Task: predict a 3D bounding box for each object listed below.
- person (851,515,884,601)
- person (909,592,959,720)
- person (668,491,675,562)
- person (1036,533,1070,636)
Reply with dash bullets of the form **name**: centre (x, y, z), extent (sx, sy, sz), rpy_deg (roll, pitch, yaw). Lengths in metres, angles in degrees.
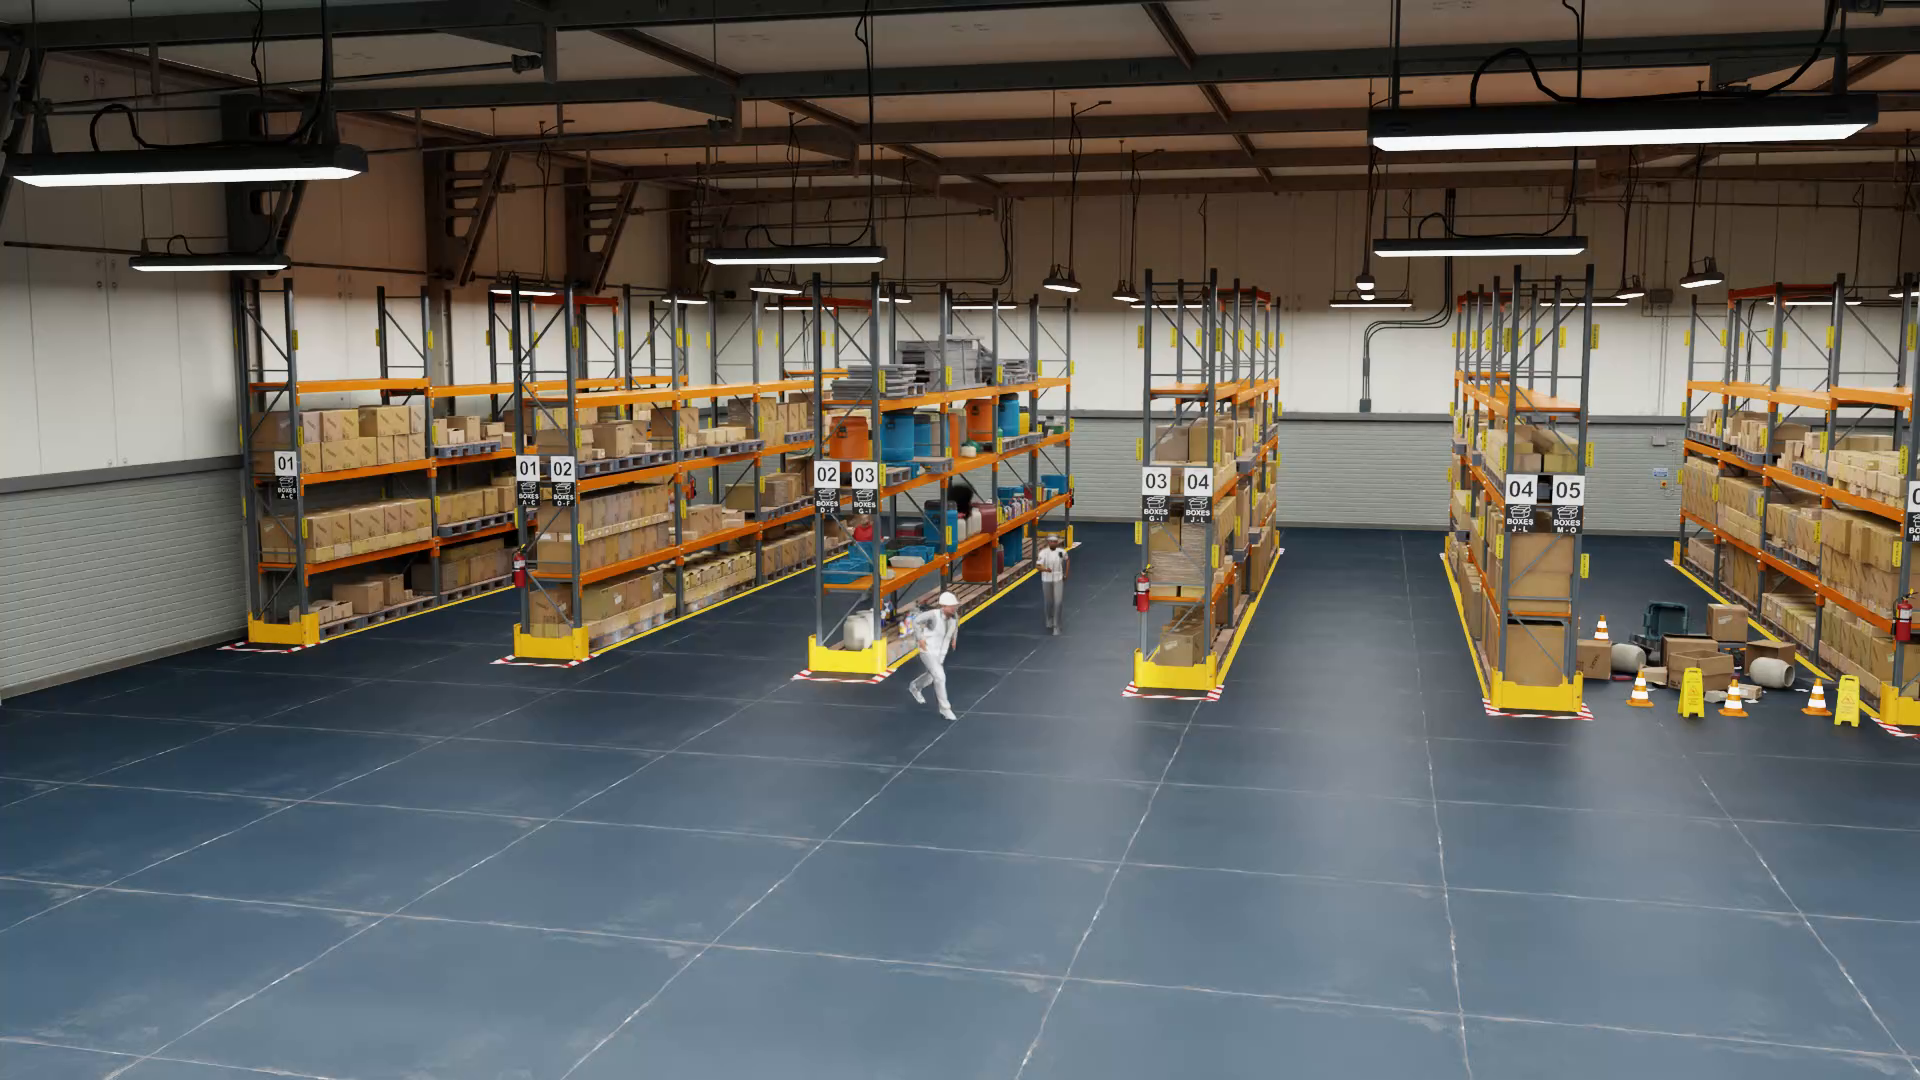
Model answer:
- **person**: centre (-1.818, 0.320, 32.231), extent (0.665, 1.686, 0.603), rpy_deg (2, 7, 19)
- **person**: centre (-0.386, 1.516, 22.305), extent (0.696, 1.731, 1.048), rpy_deg (-5, 8, -36)
- **person**: centre (-6.490, -0.293, 37.586), extent (0.599, 1.608, 0.531), rpy_deg (1, 7, 10)
- **person**: centre (1.598, 0.742, 28.611), extent (0.587, 1.762, 0.798), rpy_deg (0, 7, 2)
